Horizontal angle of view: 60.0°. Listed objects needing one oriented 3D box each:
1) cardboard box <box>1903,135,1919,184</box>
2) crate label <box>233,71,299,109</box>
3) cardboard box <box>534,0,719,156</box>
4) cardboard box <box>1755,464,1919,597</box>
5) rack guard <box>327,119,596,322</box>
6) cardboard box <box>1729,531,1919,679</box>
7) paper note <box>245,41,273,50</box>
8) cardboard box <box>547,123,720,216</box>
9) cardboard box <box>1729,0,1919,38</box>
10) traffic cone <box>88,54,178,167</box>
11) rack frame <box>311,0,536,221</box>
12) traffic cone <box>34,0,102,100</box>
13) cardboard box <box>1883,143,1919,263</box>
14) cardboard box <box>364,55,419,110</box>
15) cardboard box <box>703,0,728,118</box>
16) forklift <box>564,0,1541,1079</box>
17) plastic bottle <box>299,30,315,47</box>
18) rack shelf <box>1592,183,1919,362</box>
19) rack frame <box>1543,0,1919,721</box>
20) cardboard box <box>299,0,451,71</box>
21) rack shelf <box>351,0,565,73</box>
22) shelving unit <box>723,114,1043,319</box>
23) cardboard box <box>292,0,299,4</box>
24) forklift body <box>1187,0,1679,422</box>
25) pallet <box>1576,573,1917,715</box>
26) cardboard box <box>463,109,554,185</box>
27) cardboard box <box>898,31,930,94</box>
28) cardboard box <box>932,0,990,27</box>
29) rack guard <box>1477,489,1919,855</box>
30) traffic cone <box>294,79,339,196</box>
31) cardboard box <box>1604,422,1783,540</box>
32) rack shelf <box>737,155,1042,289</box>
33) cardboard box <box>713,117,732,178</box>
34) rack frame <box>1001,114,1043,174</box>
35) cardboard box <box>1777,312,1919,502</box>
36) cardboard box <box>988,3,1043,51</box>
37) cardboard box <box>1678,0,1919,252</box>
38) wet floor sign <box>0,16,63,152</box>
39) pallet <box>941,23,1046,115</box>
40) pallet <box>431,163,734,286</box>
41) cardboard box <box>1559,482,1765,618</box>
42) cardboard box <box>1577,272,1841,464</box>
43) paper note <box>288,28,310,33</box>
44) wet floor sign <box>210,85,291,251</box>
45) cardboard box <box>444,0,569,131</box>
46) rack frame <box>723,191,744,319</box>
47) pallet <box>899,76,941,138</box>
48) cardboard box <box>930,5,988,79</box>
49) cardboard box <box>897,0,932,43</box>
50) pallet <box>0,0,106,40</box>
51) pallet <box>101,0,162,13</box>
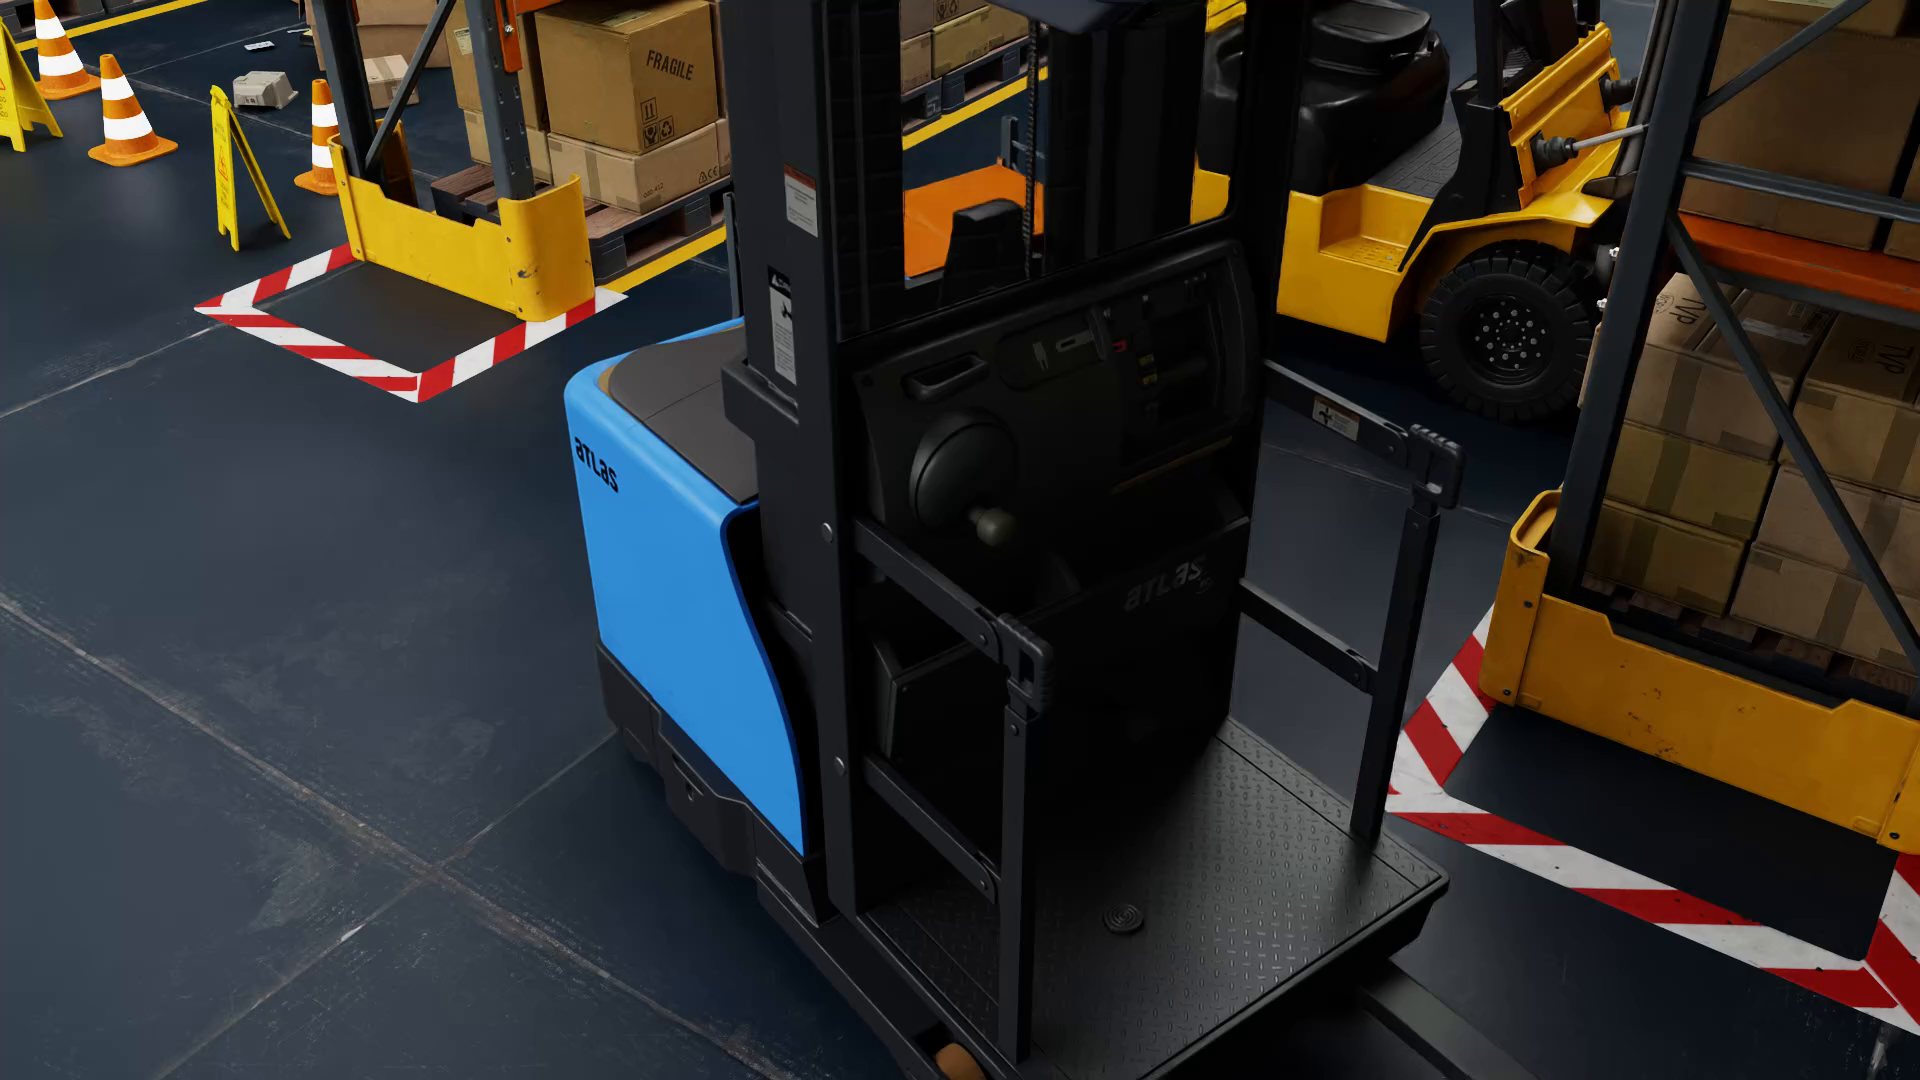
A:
[{"bbox_3d":[2.381,-1.315,4.427,0.500,0.500,0.500,23,40,30],"label":"cardboard box"},{"bbox_3d":[-3.590,-2.314,8.550,0.250,0.136,0.298,3,34,4],"label":"crate label"},{"bbox_3d":[-1.367,-1.950,6.867,0.500,0.500,0.500,20,39,27],"label":"cardboard box"},{"bbox_3d":[2.452,-0.119,4.382,0.500,0.250,0.500,22,40,29],"label":"cardboard box"},{"bbox_3d":[-2.023,-1.310,6.741,1.175,0.500,0.348,21,39,28],"label":"rack guard"},{"bbox_3d":[2.454,0.075,4.542,0.500,0.250,0.500,21,40,28],"label":"cardboard box"},{"bbox_3d":[-3.926,-2.775,9.327,0.142,0.017,0.144,-22,40,-29],"label":"paper note"},{"bbox_3d":[-1.380,-1.629,7.060,0.500,0.250,0.500,21,39,28],"label":"cardboard box"},{"bbox_3d":[1.981,-1.286,3.806,0.380,0.149,0.250,22,40,29],"label":"cardboard box"},{"bbox_3d":[-3.987,-2.068,7.895,0.336,0.463,0.334,21,39,28],"label":"traffic cone"},{"bbox_3d":[-2.067,-2.311,5.989,1.000,3.000,0.127,21,39,28],"label":"rack frame"},{"bbox_3d":[-4.722,-2.585,8.660,0.336,0.463,0.334,21,39,28],"label":"traffic cone"},{"bbox_3d":[2.524,-0.908,3.825,0.500,0.500,0.500,23,40,30],"label":"cardboard box"},{"bbox_3d":[-2.979,-2.378,8.633,0.250,0.149,0.380,-15,37,-21],"label":"cardboard box"},{"bbox_3d":[-1.072,-2.192,7.224,0.500,0.500,0.500,20,39,27],"label":"cardboard box"},{"bbox_3d":[0.336,-0.228,2.970,1.130,2.935,3.031,-23,40,-30],"label":"forklift"},{"bbox_3d":[-3.616,-2.878,9.451,0.133,0.061,0.283,8,35,12],"label":"plastic bottle"},{"bbox_3d":[3.153,-1.349,5.210,1.077,0.370,4.000,21,39,28],"label":"rack shelf"},{"bbox_3d":[2.013,-0.727,3.647,1.000,3.000,0.127,21,39,28],"label":"rack frame"},{"bbox_3d":[-3.145,-2.894,9.080,0.797,0.503,0.637,-3,34,-4],"label":"cardboard box"},{"bbox_3d":[-0.926,-2.933,7.552,1.077,0.370,4.000,21,39,28],"label":"rack shelf"},{"bbox_3d":[-0.103,-0.581,5.105,1.048,1.125,0.538,-24,41,-31],"label":"shelving unit"},{"bbox_3d":[-3.952,-3.609,10.139,0.500,0.500,0.500,29,44,36],"label":"cardboard box"},{"bbox_3d":[1.596,-1.831,6.037,2.313,2.155,1.214,21,39,28],"label":"forklift body"},{"bbox_3d":[2.415,0.063,4.969,1.003,0.211,1.213,21,39,28],"label":"pallet"},{"bbox_3d":[-1.813,-1.815,7.335,0.500,0.250,0.500,21,39,28],"label":"cardboard box"},{"bbox_3d":[-0.491,-2.348,8.124,0.500,0.250,0.500,22,40,29],"label":"cardboard box"},{"bbox_3d":[-0.191,-2.904,8.277,0.500,0.500,0.500,22,40,29],"label":"cardboard box"},{"bbox_3d":[1.999,0.320,4.331,1.175,0.500,0.348,21,39,28],"label":"rack guard"},{"bbox_3d":[-2.881,-1.870,7.602,0.336,0.463,0.334,21,39,28],"label":"traffic cone"},{"bbox_3d":[2.034,-0.293,4.639,0.500,0.250,0.500,21,39,28],"label":"cardboard box"},{"bbox_3d":[-0.103,-0.823,4.941,1.000,0.278,0.538,-24,41,-31],"label":"rack shelf"},{"bbox_3d":[-1.082,-1.861,7.404,0.500,0.250,0.500,23,40,30],"label":"cardboard box"},{"bbox_3d":[0.296,-0.757,5.366,0.032,1.125,0.500,-24,41,-31],"label":"rack frame"},{"bbox_3d":[2.443,-0.337,4.257,0.500,0.250,0.500,21,39,28],"label":"cardboard box"},{"bbox_3d":[0.098,-2.829,8.835,0.500,0.250,0.500,23,40,30],"label":"cardboard box"},{"bbox_3d":[2.078,-1.079,4.078,0.500,0.500,0.500,20,39,27],"label":"cardboard box"},{"bbox_3d":[-4.581,-2.224,7.963,0.267,0.644,0.232,14,37,20],"label":"wet floor sign"},{"bbox_3d":[-0.140,-2.676,9.019,1.003,0.211,1.213,21,39,28],"label":"pallet"},{"bbox_3d":[-1.531,-1.553,7.358,1.003,0.211,1.213,21,39,28],"label":"pallet"},{"bbox_3d":[2.021,-0.079,4.769,0.500,0.250,0.500,22,40,28],"label":"cardboard box"},{"bbox_3d":[2.019,-0.488,4.480,0.500,0.250,0.500,23,40,30],"label":"cardboard box"},{"bbox_3d":[-3.810,-2.937,9.584,0.123,0.001,0.032,-15,37,-21],"label":"paper note"},{"bbox_3d":[-3.054,-1.590,7.025,0.232,0.644,0.267,-22,40,-29],"label":"wet floor sign"},{"bbox_3d":[-1.824,-2.108,7.100,0.500,0.500,0.500,22,40,28],"label":"cardboard box"},{"bbox_3d":[-0.502,-0.404,4.844,0.032,1.125,0.500,-24,41,-31],"label":"rack frame"},{"bbox_3d":[-0.835,-2.112,8.185,1.003,0.211,1.213,21,39,28],"label":"pallet"},{"bbox_3d":[-0.198,-2.580,8.468,0.500,0.250,0.500,20,39,27],"label":"cardboard box"},{"bbox_3d":[-0.481,-2.669,7.930,0.500,0.500,0.500,24,41,31],"label":"cardboard box"},{"bbox_3d":[-5.799,-3.083,9.621,1.003,0.211,1.213,21,39,28],"label":"pallet"},{"bbox_3d":[-5.103,-3.642,10.447,1.003,0.211,1.213,21,39,28],"label":"pallet"}]
